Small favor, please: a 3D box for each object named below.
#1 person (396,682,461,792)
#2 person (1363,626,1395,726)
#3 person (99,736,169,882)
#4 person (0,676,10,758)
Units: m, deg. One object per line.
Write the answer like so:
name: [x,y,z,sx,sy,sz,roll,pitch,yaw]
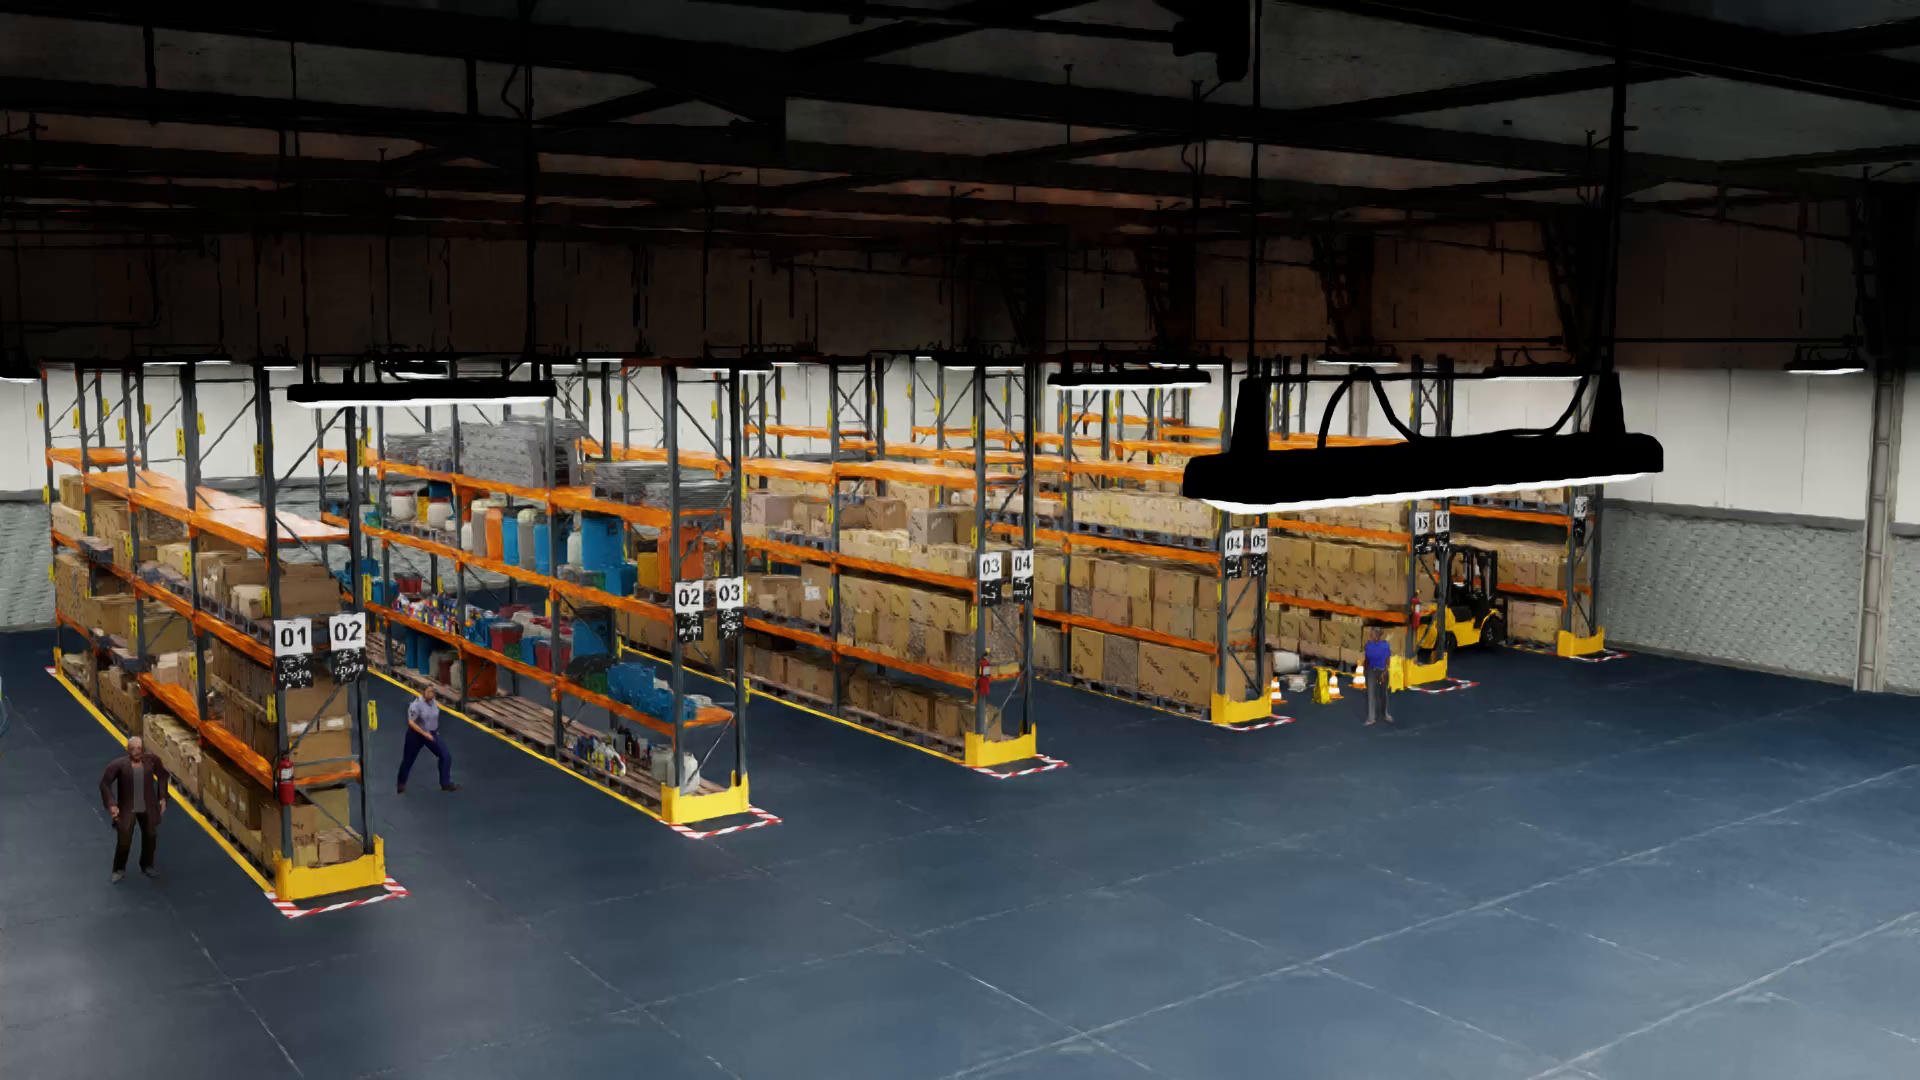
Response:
person: [-7.523,2.744,23.338,0.824,1.578,0.655,5,9,36]
person: [6.928,2.224,27.526,0.488,1.632,0.686,3,8,27]
person: [-9.700,3.136,19.551,0.729,1.733,0.546,-5,9,-38]
person: [-14.628,2.464,24.987,0.607,1.752,0.456,3,8,26]
